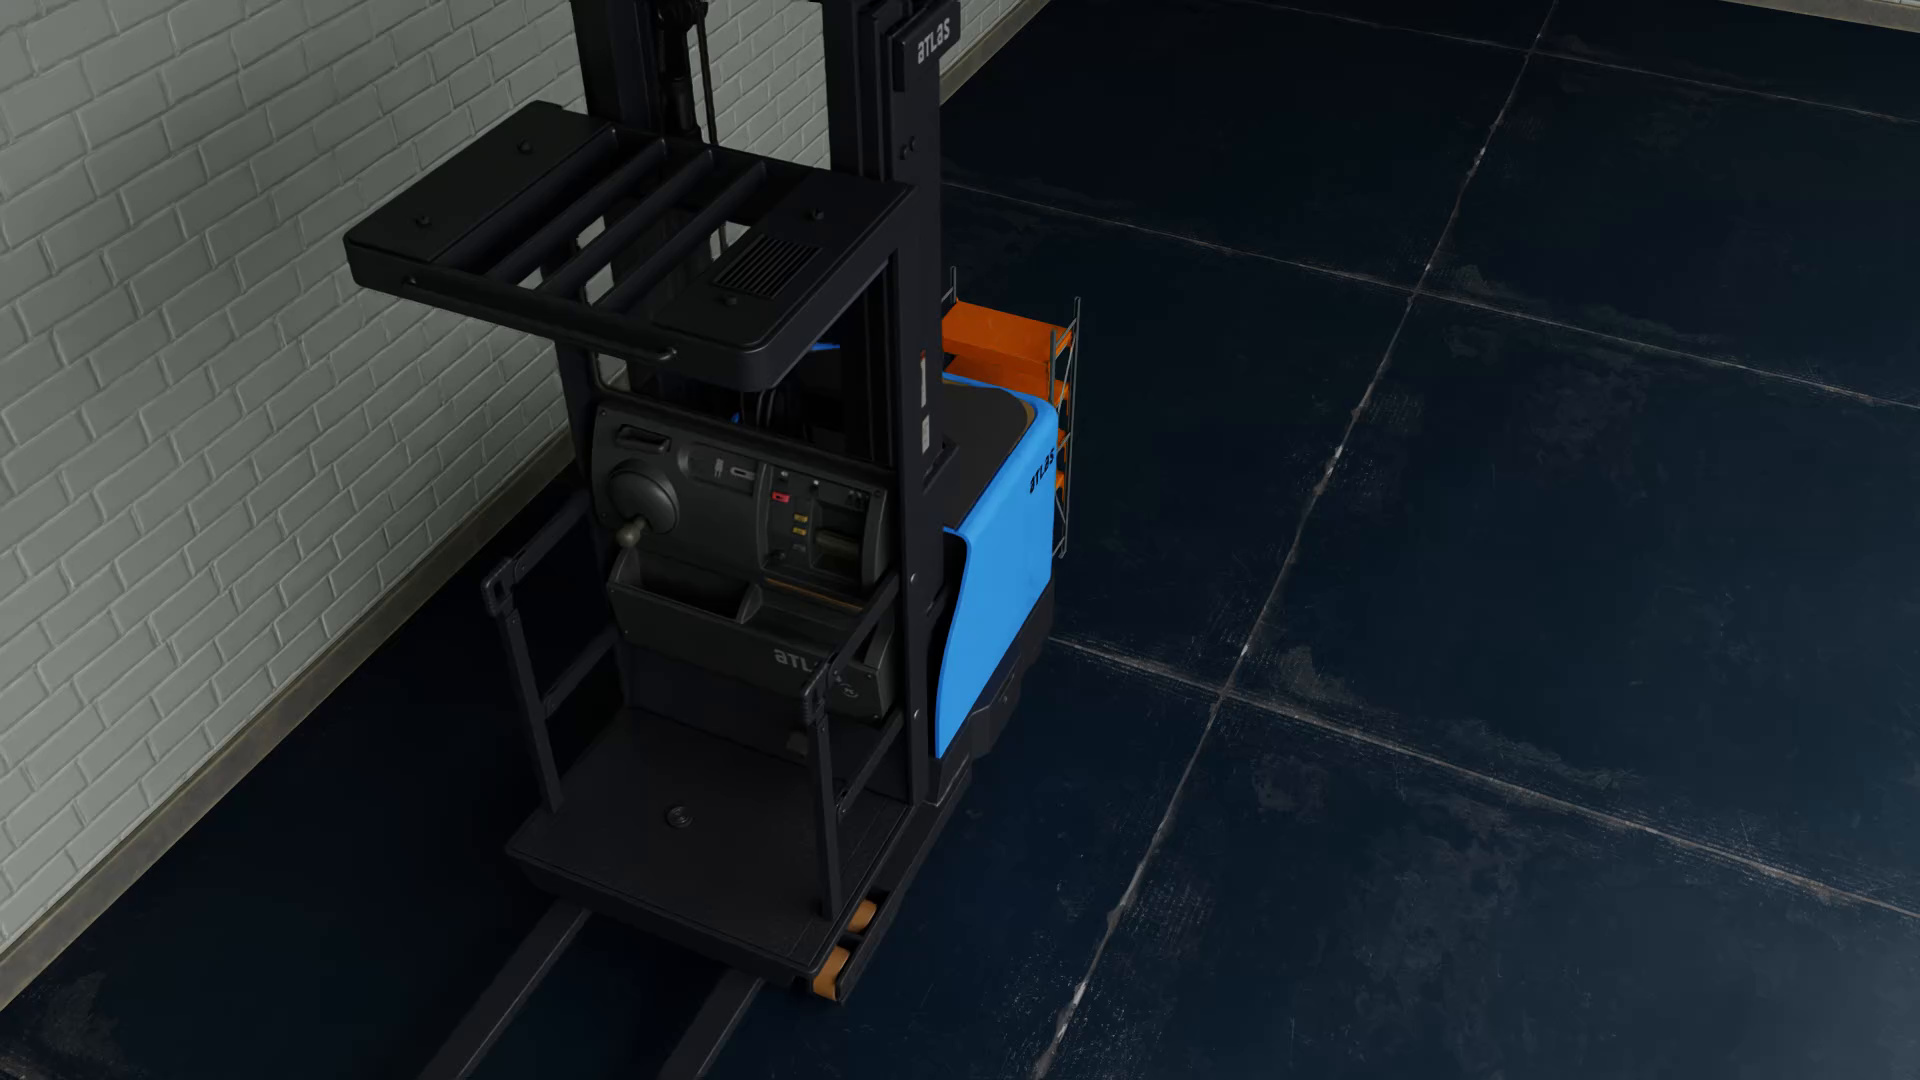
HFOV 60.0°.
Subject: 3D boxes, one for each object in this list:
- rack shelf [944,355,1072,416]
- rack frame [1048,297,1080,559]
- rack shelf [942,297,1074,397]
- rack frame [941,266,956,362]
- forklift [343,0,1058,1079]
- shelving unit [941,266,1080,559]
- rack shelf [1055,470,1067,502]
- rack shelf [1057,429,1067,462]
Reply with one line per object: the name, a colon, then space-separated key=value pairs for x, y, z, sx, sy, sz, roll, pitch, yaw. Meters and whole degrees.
rack shelf: x=0.150 y=-0.526 z=6.202 sx=0.480 sy=0.148 sz=0.258 roll=17 pitch=44 yaw=19
rack frame: x=0.371 y=-0.340 z=6.226 sx=0.015 sy=1.200 sz=0.240 roll=17 pitch=44 yaw=19
rack shelf: x=0.150 y=-0.704 z=6.047 sx=0.480 sy=0.148 sz=0.258 roll=17 pitch=44 yaw=19
rack frame: x=-0.071 y=-0.475 z=6.382 sx=0.015 sy=1.200 sz=0.240 roll=17 pitch=44 yaw=19
forklift: x=-0.719 y=-0.022 z=4.537 sx=1.130 sy=2.935 sz=3.031 roll=17 pitch=44 yaw=18
shelving unit: x=0.150 y=-0.408 z=6.304 sx=0.503 sy=1.200 sz=0.258 roll=17 pitch=44 yaw=19
rack shelf: x=0.150 y=-0.207 z=6.478 sx=0.480 sy=0.148 sz=0.258 roll=17 pitch=44 yaw=19
rack shelf: x=0.150 y=-0.357 z=6.348 sx=0.480 sy=0.148 sz=0.258 roll=17 pitch=44 yaw=19
